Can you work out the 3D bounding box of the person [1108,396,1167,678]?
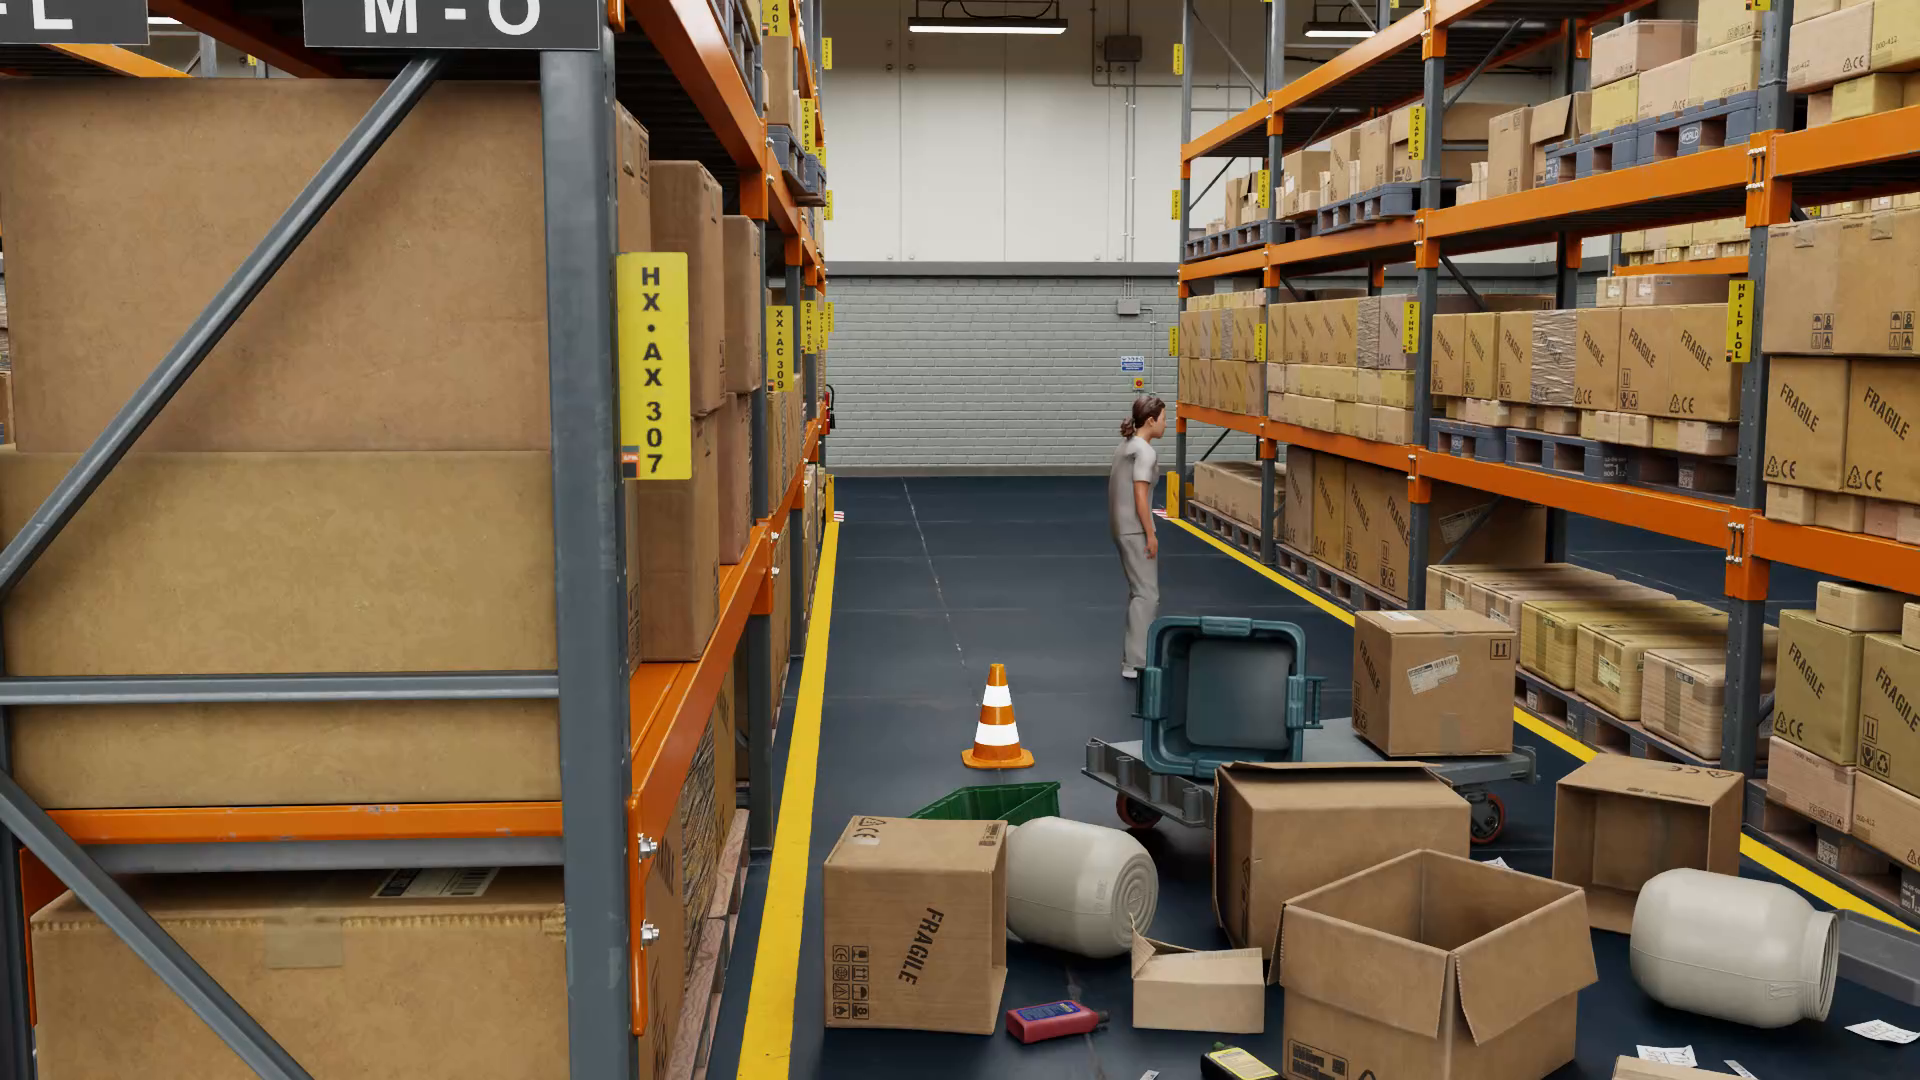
[{"bbox_3d":[1.109,-0.028,9.994,0.416,1.671,0.505,-1,7,-7],"label":"person"}]
